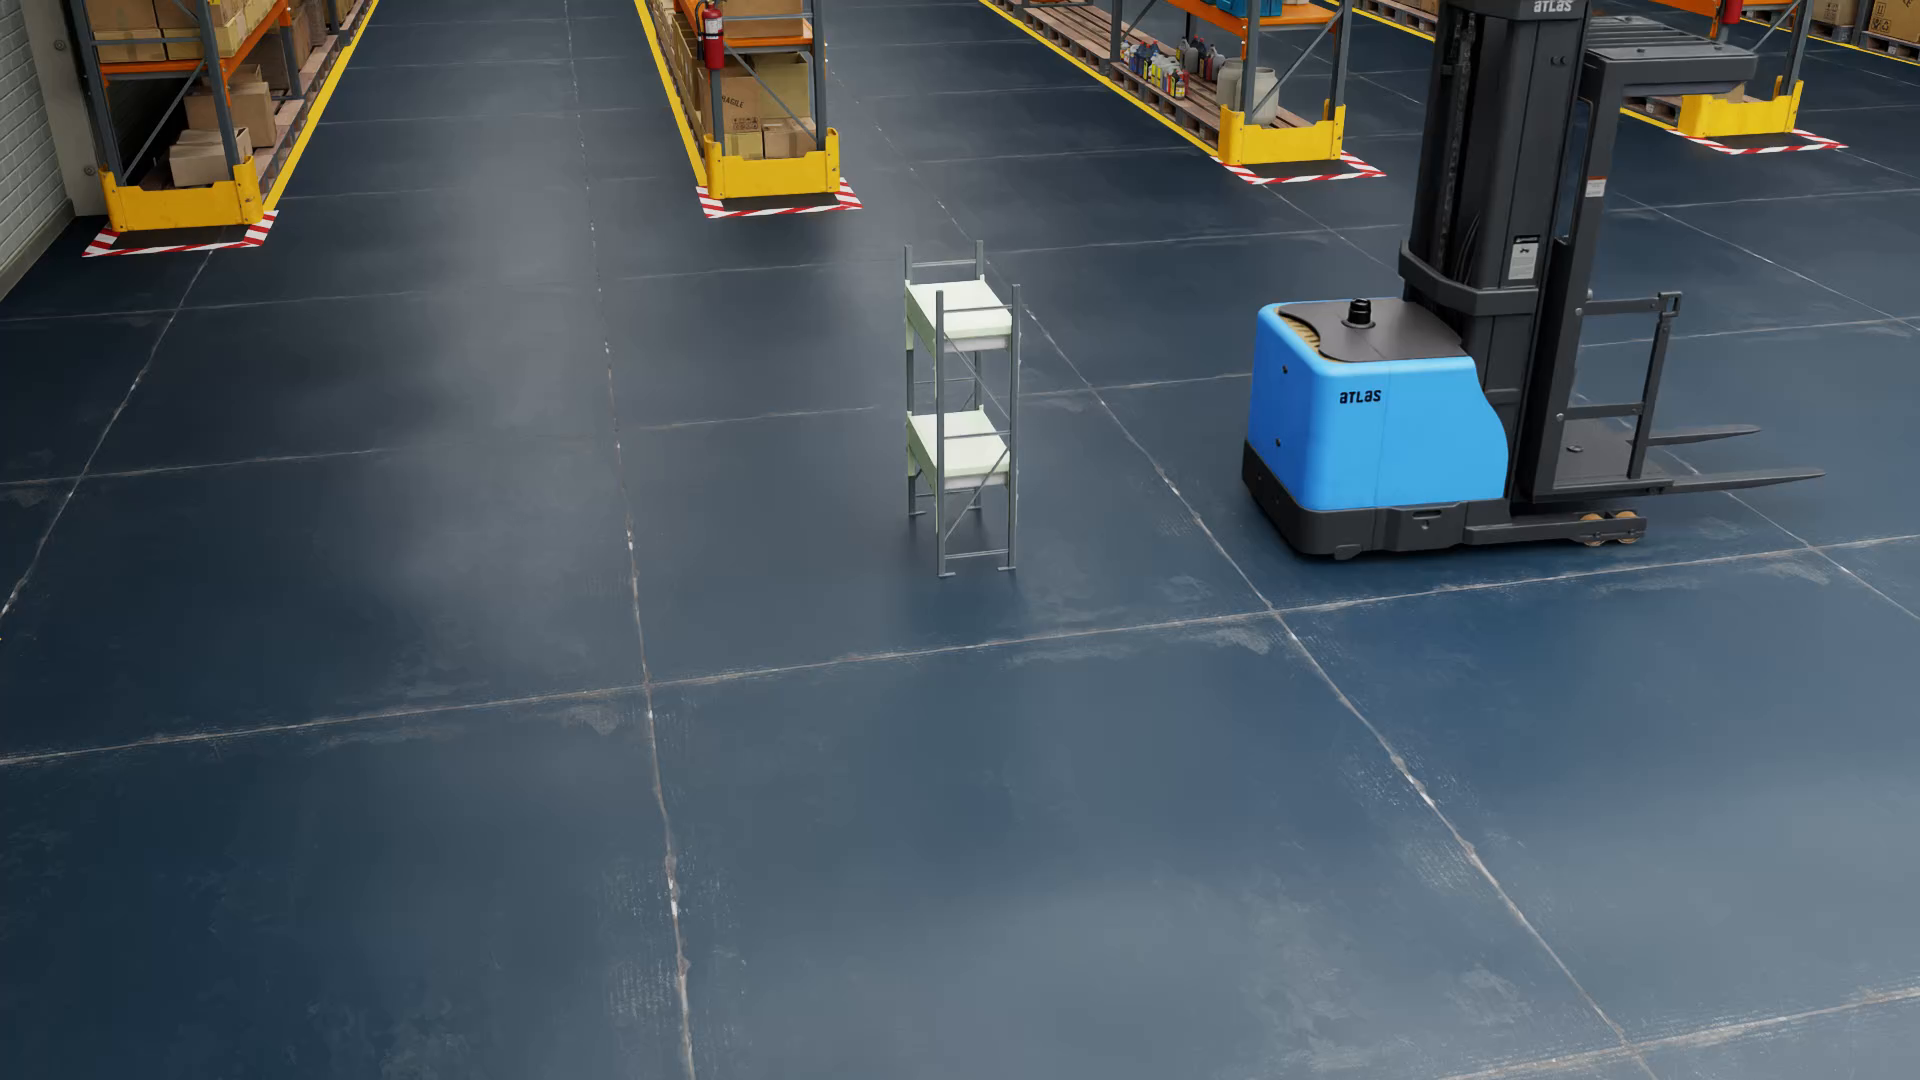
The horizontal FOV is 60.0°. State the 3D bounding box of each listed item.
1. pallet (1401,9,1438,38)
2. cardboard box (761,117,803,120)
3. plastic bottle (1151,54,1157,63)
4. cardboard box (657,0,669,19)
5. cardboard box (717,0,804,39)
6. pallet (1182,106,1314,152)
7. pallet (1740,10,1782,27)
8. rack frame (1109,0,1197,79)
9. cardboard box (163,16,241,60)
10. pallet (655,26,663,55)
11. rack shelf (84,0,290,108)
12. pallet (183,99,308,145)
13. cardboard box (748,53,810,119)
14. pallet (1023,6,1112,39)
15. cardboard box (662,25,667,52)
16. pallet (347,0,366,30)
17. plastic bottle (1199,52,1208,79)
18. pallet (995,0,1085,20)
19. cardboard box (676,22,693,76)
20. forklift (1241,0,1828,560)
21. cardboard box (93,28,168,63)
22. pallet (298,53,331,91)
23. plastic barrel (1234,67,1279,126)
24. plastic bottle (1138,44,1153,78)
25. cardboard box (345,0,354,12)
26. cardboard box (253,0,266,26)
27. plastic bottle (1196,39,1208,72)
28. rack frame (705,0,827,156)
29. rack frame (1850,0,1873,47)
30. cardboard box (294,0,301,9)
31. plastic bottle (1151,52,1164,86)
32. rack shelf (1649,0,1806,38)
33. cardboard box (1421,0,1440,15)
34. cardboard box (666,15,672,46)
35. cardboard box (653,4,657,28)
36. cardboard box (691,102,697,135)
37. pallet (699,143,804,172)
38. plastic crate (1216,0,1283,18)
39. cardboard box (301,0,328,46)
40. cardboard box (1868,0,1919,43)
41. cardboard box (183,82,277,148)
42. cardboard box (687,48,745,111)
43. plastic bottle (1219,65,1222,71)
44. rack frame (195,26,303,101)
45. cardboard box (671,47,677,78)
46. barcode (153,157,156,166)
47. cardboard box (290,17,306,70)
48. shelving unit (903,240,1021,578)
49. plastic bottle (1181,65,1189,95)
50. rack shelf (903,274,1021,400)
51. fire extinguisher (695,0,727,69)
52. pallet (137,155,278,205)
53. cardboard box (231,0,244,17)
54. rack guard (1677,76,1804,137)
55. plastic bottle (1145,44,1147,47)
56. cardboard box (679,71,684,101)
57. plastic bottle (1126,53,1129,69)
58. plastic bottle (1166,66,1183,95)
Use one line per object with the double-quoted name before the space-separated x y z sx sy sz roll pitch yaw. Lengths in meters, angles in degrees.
"pallet" 6.612 -6.894 22.175 1.003 0.211 1.213 -6 27 -12
"cardboard box" -1.704 -3.937 15.808 0.500 0.250 0.500 -6 27 -12
"plastic bottle" 2.131 -5.196 18.255 0.097 0.271 0.097 0 27 0
"cardboard box" -3.415 -6.509 20.280 0.500 0.311 0.500 -7 28 -13
"cardboard box" -1.776 -4.751 14.723 0.700 0.500 0.500 -6 27 -12
"pallet" 2.902 -4.143 16.723 1.003 0.211 1.213 -6 27 -12
"pallet" 11.397 -7.343 23.064 1.003 0.211 1.213 -6 27 -12
"rack frame" 2.242 -6.758 18.810 1.000 3.000 0.127 -6 27 -12
"cardboard box" -6.310 -4.184 13.855 0.500 0.250 0.500 -7 28 -13
"pallet" -3.339 -6.402 21.200 1.003 0.211 1.213 -6 27 -12
"rack shelf" -6.960 -4.553 15.239 1.077 0.370 4.000 -6 27 -12
"pallet" -7.225 -4.216 16.868 1.003 0.211 1.213 -6 27 -12
"cardboard box" -1.702 -4.272 15.639 0.500 0.500 0.500 -6 27 -12
"pallet" 1.477 -6.925 22.235 1.003 0.211 1.213 -6 27 -12
"cardboard box" -3.302 -6.039 19.972 0.500 0.250 0.500 -5 27 -11
"pallet" -8.688 -7.151 22.684 1.003 0.211 1.213 -6 27 -12
"plastic bottle" 2.690 -5.240 18.330 0.061 0.283 0.133 -6 27 -12
"pallet" 1.122 -7.611 23.594 1.003 0.211 1.213 -6 27 -12
"cardboard box" -2.665 -5.097 17.273 0.500 0.500 0.500 -6 27 -12
"forklift" 3.133 -1.506 8.480 3.031 2.935 1.130 -4 27 -8
"cardboard box" -6.803 -4.123 13.734 0.500 0.250 0.500 -6 27 -11
"pallet" -7.866 -5.385 19.185 1.003 0.211 1.213 -6 27 -12
"plastic barrel" 2.920 -4.360 16.354 0.421 0.512 0.421 0 27 0
"plastic bottle" 2.062 -5.292 18.358 0.144 0.351 0.185 -7 28 -14
"cardboard box" -8.541 -7.457 22.115 0.750 0.750 0.750 -6 27 -12
"cardboard box" -6.661 -4.857 15.188 0.500 0.250 0.500 -6 27 -11
"plastic bottle" 2.711 -5.434 18.638 0.144 0.351 0.185 -7 28 -14
"rack frame" -1.684 -4.500 14.337 1.000 3.000 0.127 -6 27 -12
"rack frame" 11.922 -7.720 20.716 1.000 3.000 0.127 -6 27 -12
"cardboard box" -8.032 -6.356 19.467 0.500 0.250 0.500 -5 27 -11
"plastic bottle" 2.158 -5.106 17.988 0.144 0.351 0.185 -6 27 -12
"rack shelf" 7.518 -6.062 18.229 1.077 0.370 4.000 -6 27 -12
"cardboard box" 6.608 -7.315 22.199 0.700 0.500 0.500 -4 27 -7
"cardboard box" -3.079 -5.843 18.961 0.500 0.311 0.500 -5 27 -10
"cardboard box" -3.655 -6.713 21.306 0.500 0.250 0.500 -6 27 -12
"cardboard box" -2.331 -4.103 16.136 0.500 0.250 0.500 -6 27 -12
"pallet" -1.897 -3.587 15.622 1.003 0.211 1.213 -6 27 -12
"plastic crate" 2.739 -5.125 15.739 0.499 0.251 0.616 -6 27 -12
"cardboard box" -8.099 -6.277 20.144 0.700 0.500 0.500 -6 27 -11
"cardboard box" 11.996 -6.676 20.539 0.875 0.875 0.875 -6 27 -11
"cardboard box" -6.822 -3.966 15.565 0.700 0.500 0.500 -8 28 -15
"cardboard box" -2.334 -4.438 15.967 0.500 0.500 0.500 -6 27 -12
"plastic bottle" 2.870 -5.105 18.152 0.097 0.201 0.097 0 27 0
"rack frame" -7.411 -5.752 16.817 1.000 3.000 0.127 -6 27 -12
"cardboard box" -2.961 -5.369 18.644 0.500 0.250 0.500 -6 27 -12
"barcode" -6.971 -3.276 14.397 0.001 0.075 0.075 -6 27 -12
"cardboard box" -7.834 -5.603 18.809 0.700 0.500 0.500 -6 27 -11
"shelving unit" 0.002 -0.667 8.406 0.431 1.500 0.755 -6 27 -12
"plastic bottle" 2.376 -4.872 17.599 0.061 0.283 0.133 -6 27 -12
"rack shelf" 0.002 -1.015 8.230 0.431 0.370 0.720 -6 27 -12
"fire extinguisher" -2.110 -4.367 14.158 0.296 0.674 0.183 -6 27 -12
"pallet" -6.675 -3.144 14.746 1.003 0.211 1.213 -6 27 -12
"cardboard box" -6.425 -4.731 14.105 0.500 0.500 0.500 -6 27 -11
"rack guard" 7.952 -4.422 16.956 1.175 0.500 0.348 -6 27 -12
"plastic bottle" 2.090 -5.429 18.703 0.061 0.283 0.133 -6 27 -12
"cardboard box" -2.668 -4.762 17.441 0.500 0.250 0.500 -6 27 -12
"plastic bottle" 1.932 -5.431 18.799 0.097 0.201 0.097 0 27 0
"plastic bottle" 2.272 -4.857 17.579 0.152 0.276 0.135 -6 27 -11
